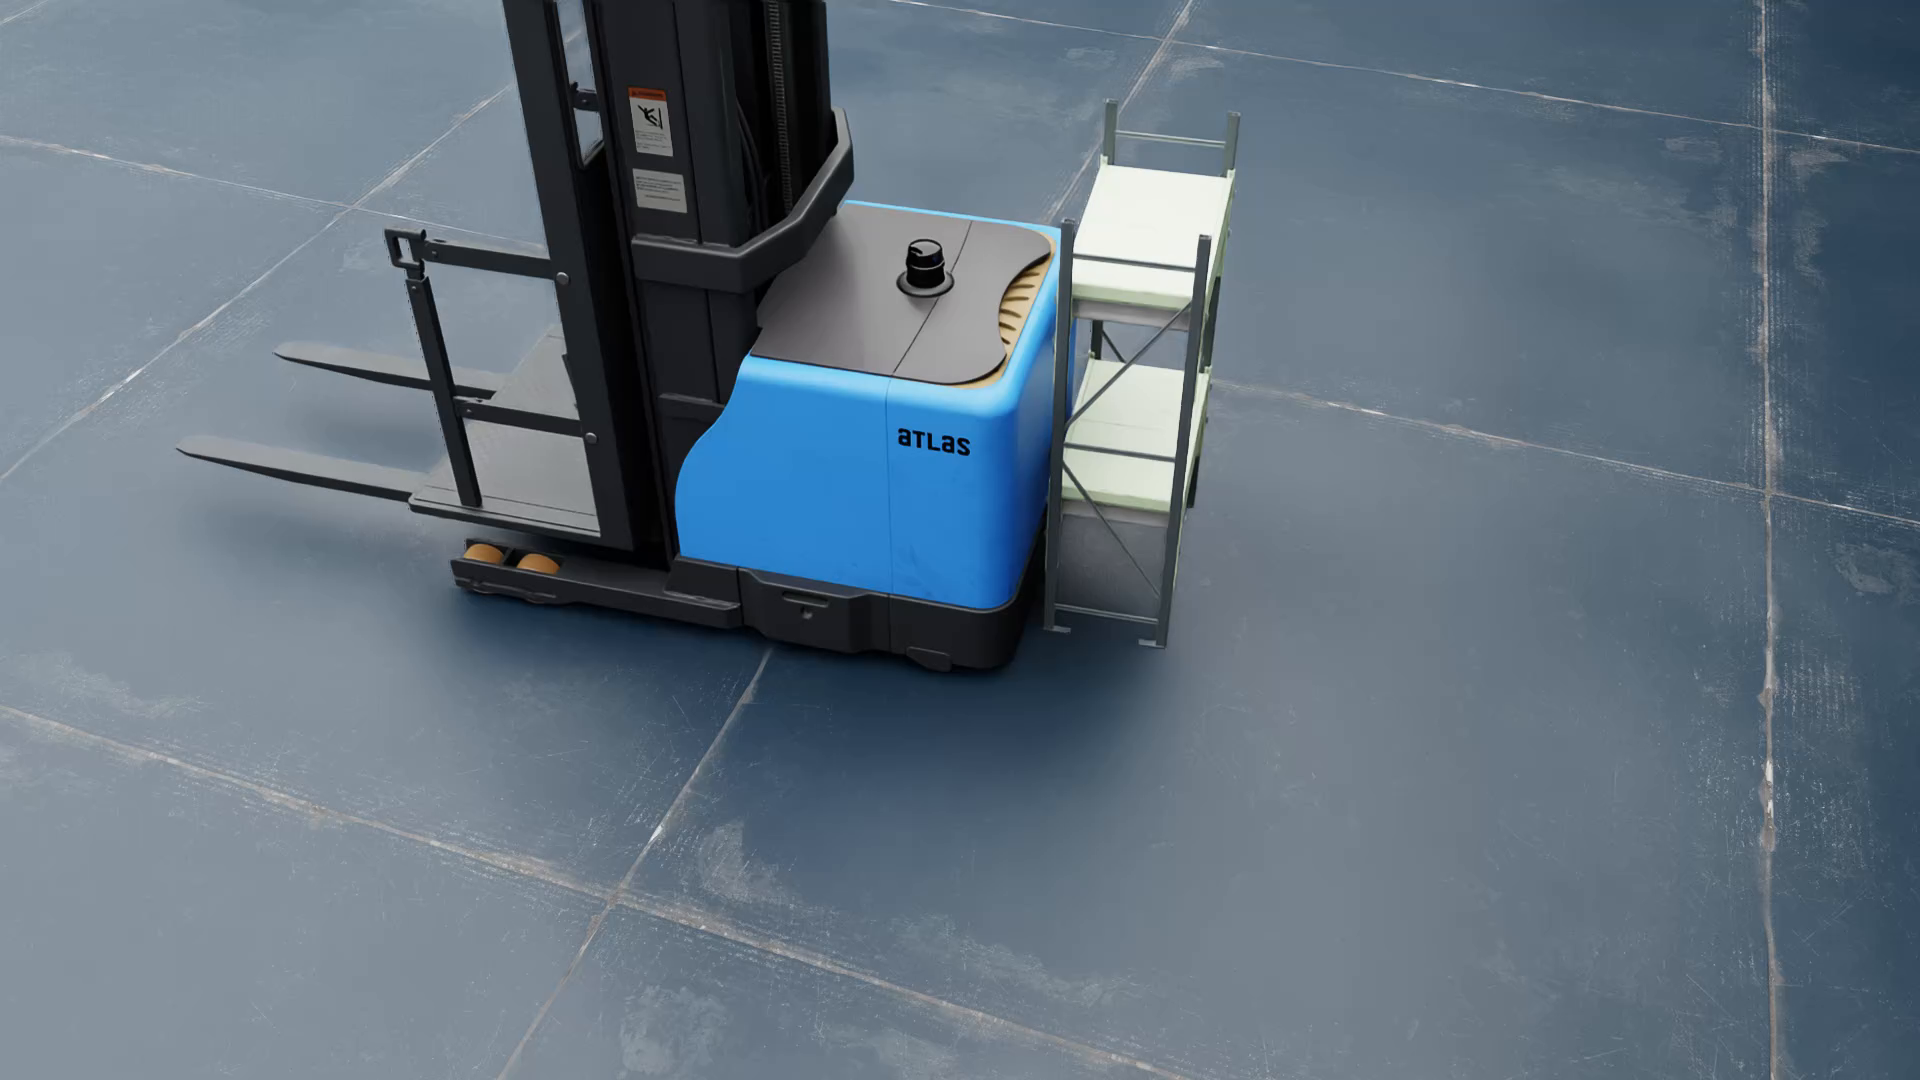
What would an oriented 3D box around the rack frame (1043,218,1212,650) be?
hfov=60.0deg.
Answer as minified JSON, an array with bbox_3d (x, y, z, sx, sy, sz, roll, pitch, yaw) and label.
[{"bbox_3d":[0.467,-0.255,4.893,0.400,1.500,0.023,9,41,10],"label":"rack frame"}]

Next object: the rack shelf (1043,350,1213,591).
[{"bbox_3d":[0.550,-0.238,5.376,0.431,0.370,0.720,9,41,10],"label":"rack shelf"}]

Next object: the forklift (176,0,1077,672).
[{"bbox_3d":[-1.182,-1.224,4.927,3.031,2.935,1.130,10,41,11],"label":"forklift"}]

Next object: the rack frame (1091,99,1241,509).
[{"bbox_3d":[0.633,-0.717,5.435,0.400,1.500,0.023,9,41,10],"label":"rack frame"}]

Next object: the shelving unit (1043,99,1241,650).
[{"bbox_3d":[0.550,-0.486,5.164,0.431,1.500,0.755,9,41,10],"label":"shelving unit"}]

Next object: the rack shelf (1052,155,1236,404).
[{"bbox_3d":[0.550,-0.783,4.911,0.431,0.370,0.720,9,41,10],"label":"rack shelf"}]
